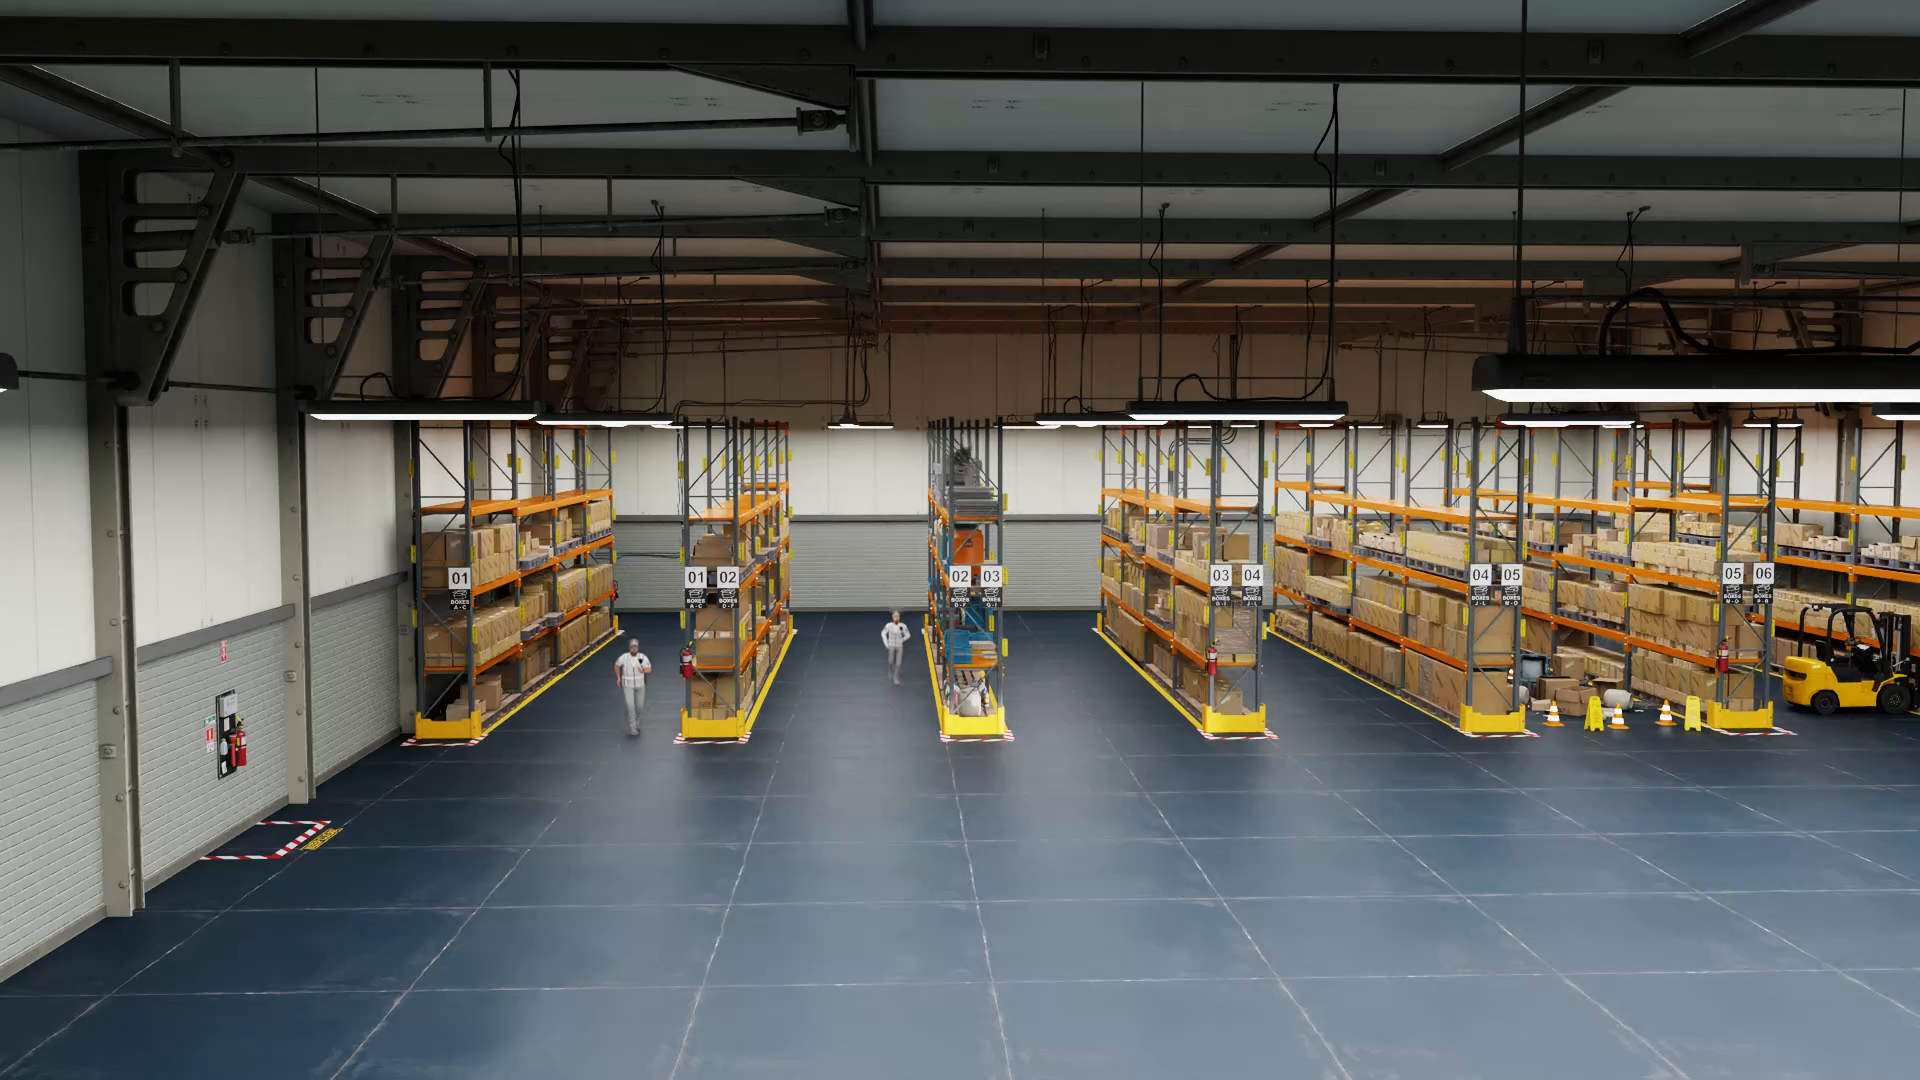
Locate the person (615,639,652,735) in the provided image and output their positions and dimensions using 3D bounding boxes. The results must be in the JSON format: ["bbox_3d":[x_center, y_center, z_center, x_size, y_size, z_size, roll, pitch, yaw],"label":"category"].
[{"bbox_3d":[-6.173,2.751,31.492,0.664,1.762,1.000,-1,4,-19],"label":"person"}]

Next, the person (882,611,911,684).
[{"bbox_3d":[-1.450,2.430,37.667,0.662,1.669,0.510,0,4,0],"label":"person"}]

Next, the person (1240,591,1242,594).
[{"bbox_3d":[7.887,1.924,45.376,0.577,1.726,0.791,0,4,-2],"label":"person"}]
